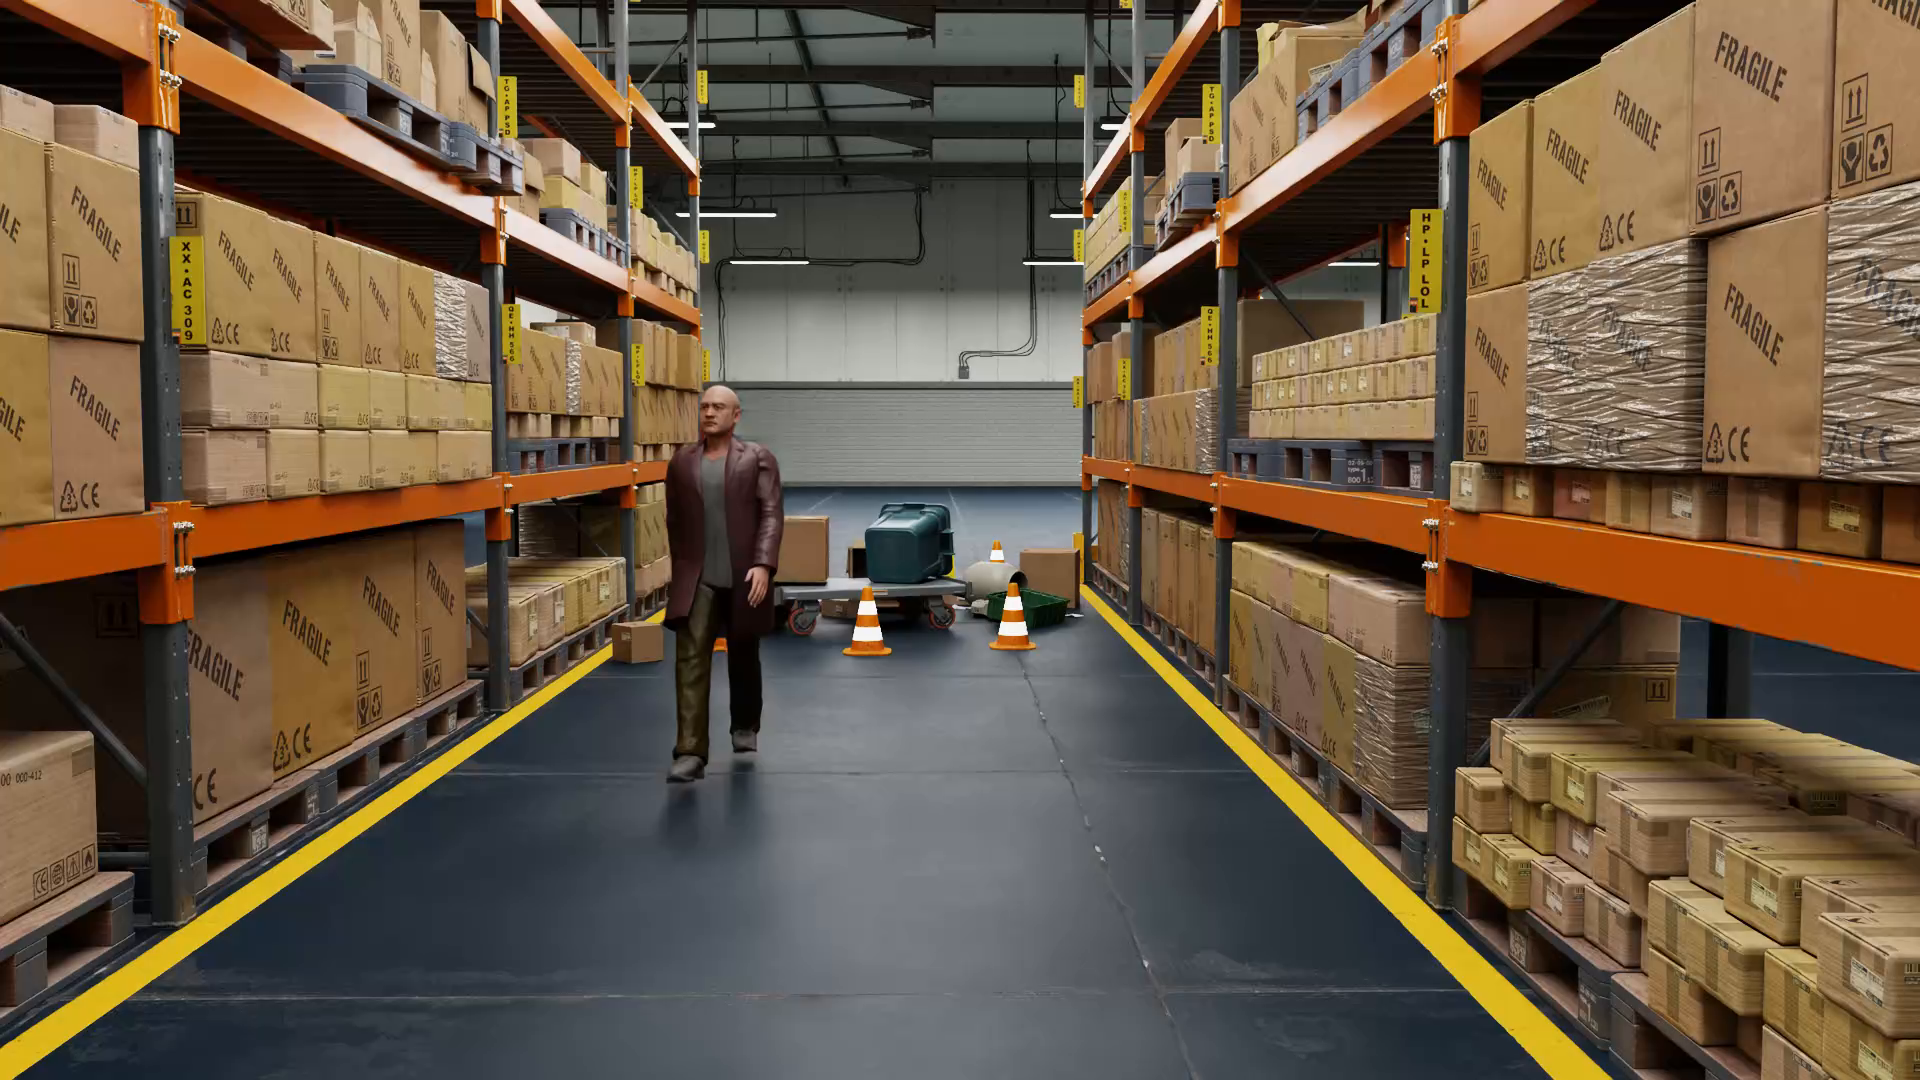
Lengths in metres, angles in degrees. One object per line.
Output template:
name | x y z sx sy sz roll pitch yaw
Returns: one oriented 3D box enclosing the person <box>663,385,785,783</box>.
person | -1.064 0.170 7.416 0.563 1.719 1.124 0 4 0
